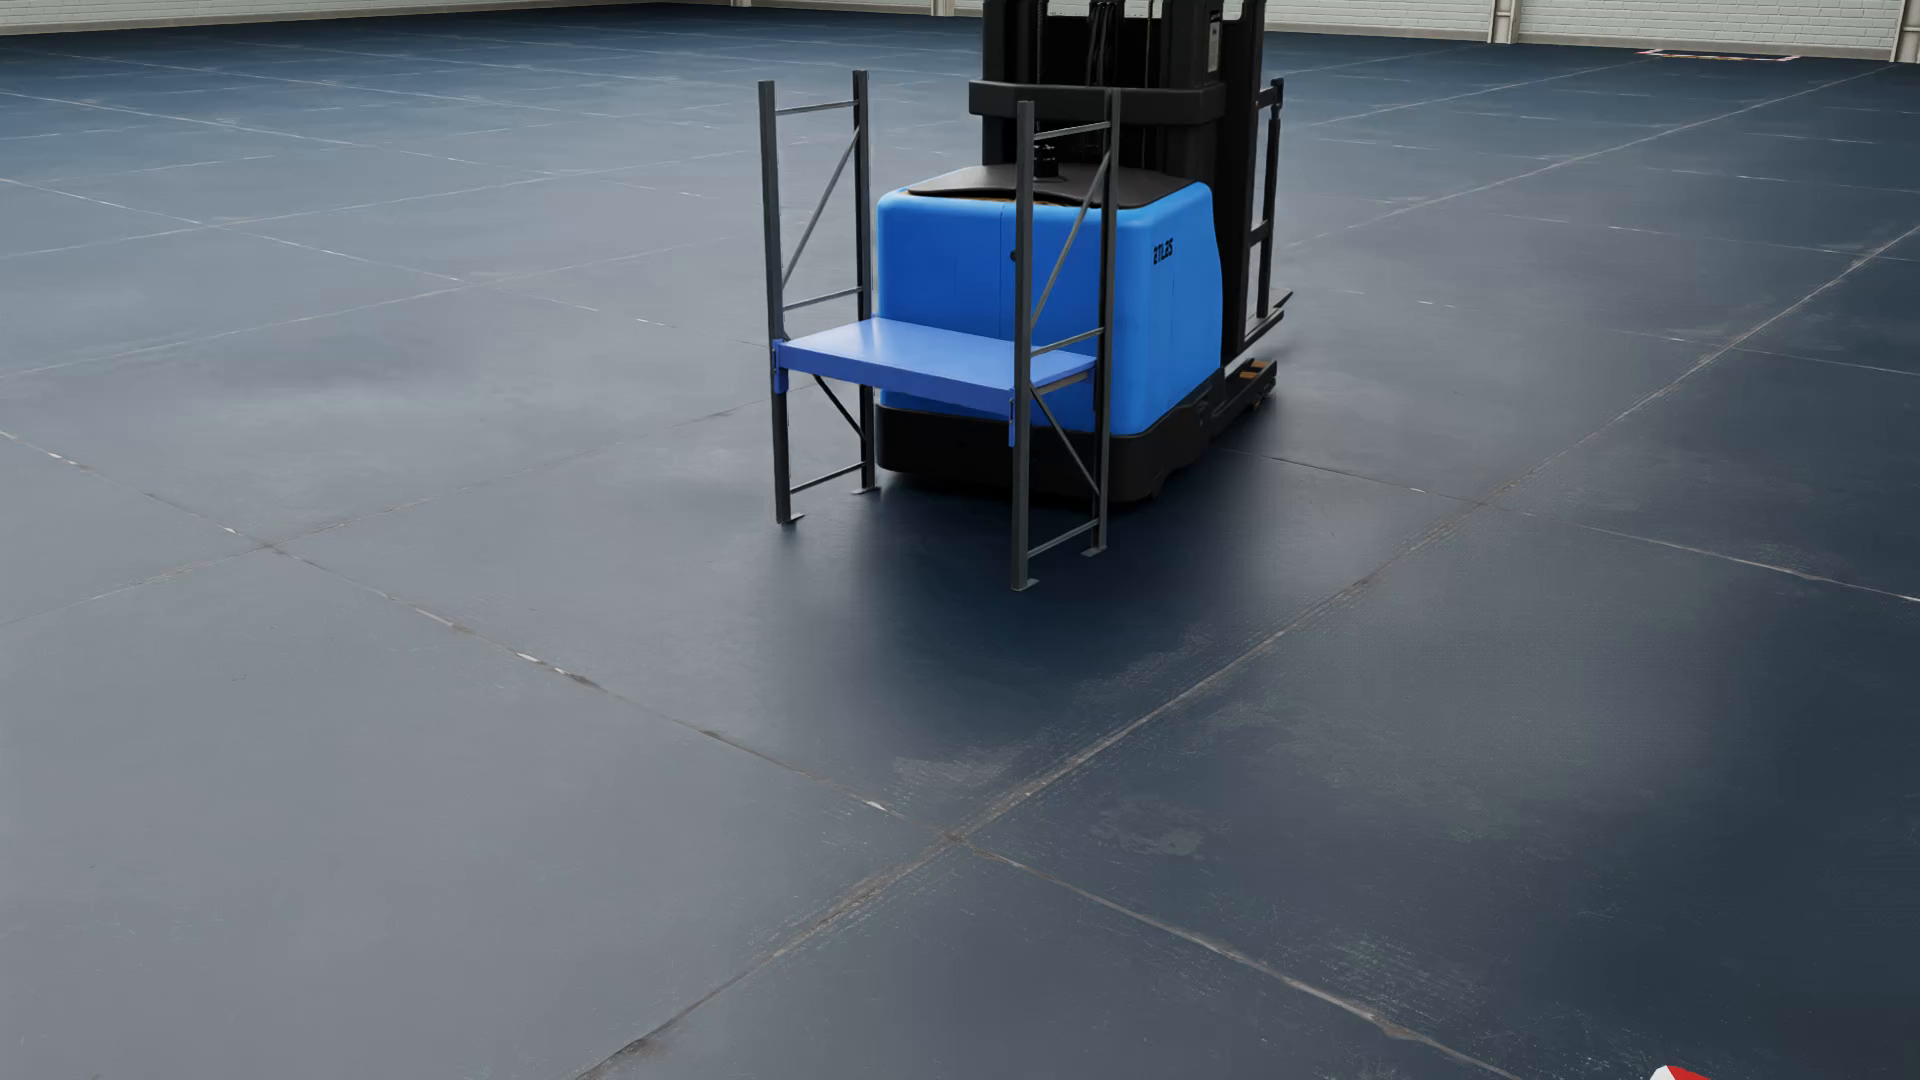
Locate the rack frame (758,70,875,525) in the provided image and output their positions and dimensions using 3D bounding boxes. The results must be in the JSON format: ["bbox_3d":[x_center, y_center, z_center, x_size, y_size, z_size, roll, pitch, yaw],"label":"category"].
[{"bbox_3d":[-0.479,-0.827,5.735,0.032,1.500,0.500,15,25,35],"label":"rack frame"}]

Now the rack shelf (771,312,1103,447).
[{"bbox_3d":[-0.076,-0.549,5.508,1.000,0.185,0.538,15,25,35],"label":"rack shelf"}]

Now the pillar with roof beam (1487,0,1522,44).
[{"bbox_3d":[6.222,-11.235,22.708,0.400,9.000,9.100,16,26,36],"label":"pillar with roof beam"}]

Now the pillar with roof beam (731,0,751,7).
[{"bbox_3d":[-7.723,-15.251,33.357,0.400,9.000,9.100,16,26,36],"label":"pillar with roof beam"}]

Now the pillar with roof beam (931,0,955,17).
[{"bbox_3d":[-3.074,-13.912,29.808,0.400,9.000,9.100,16,26,36],"label":"pillar with roof beam"}]

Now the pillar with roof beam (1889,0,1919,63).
[{"bbox_3d":[10.871,-9.896,19.158,0.400,9.000,9.100,16,26,36],"label":"pillar with roof beam"}]

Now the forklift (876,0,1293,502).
[{"bbox_3d":[0.751,-1.986,6.781,1.130,2.935,3.031,9,22,22],"label":"forklift"}]

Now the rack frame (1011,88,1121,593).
[{"bbox_3d":[0.326,-0.608,5.154,0.032,1.500,0.500,15,25,35],"label":"rack frame"}]

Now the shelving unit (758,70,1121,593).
[{"bbox_3d":[-0.076,-0.717,5.444,1.048,1.500,0.538,15,25,35],"label":"shelving unit"}]
